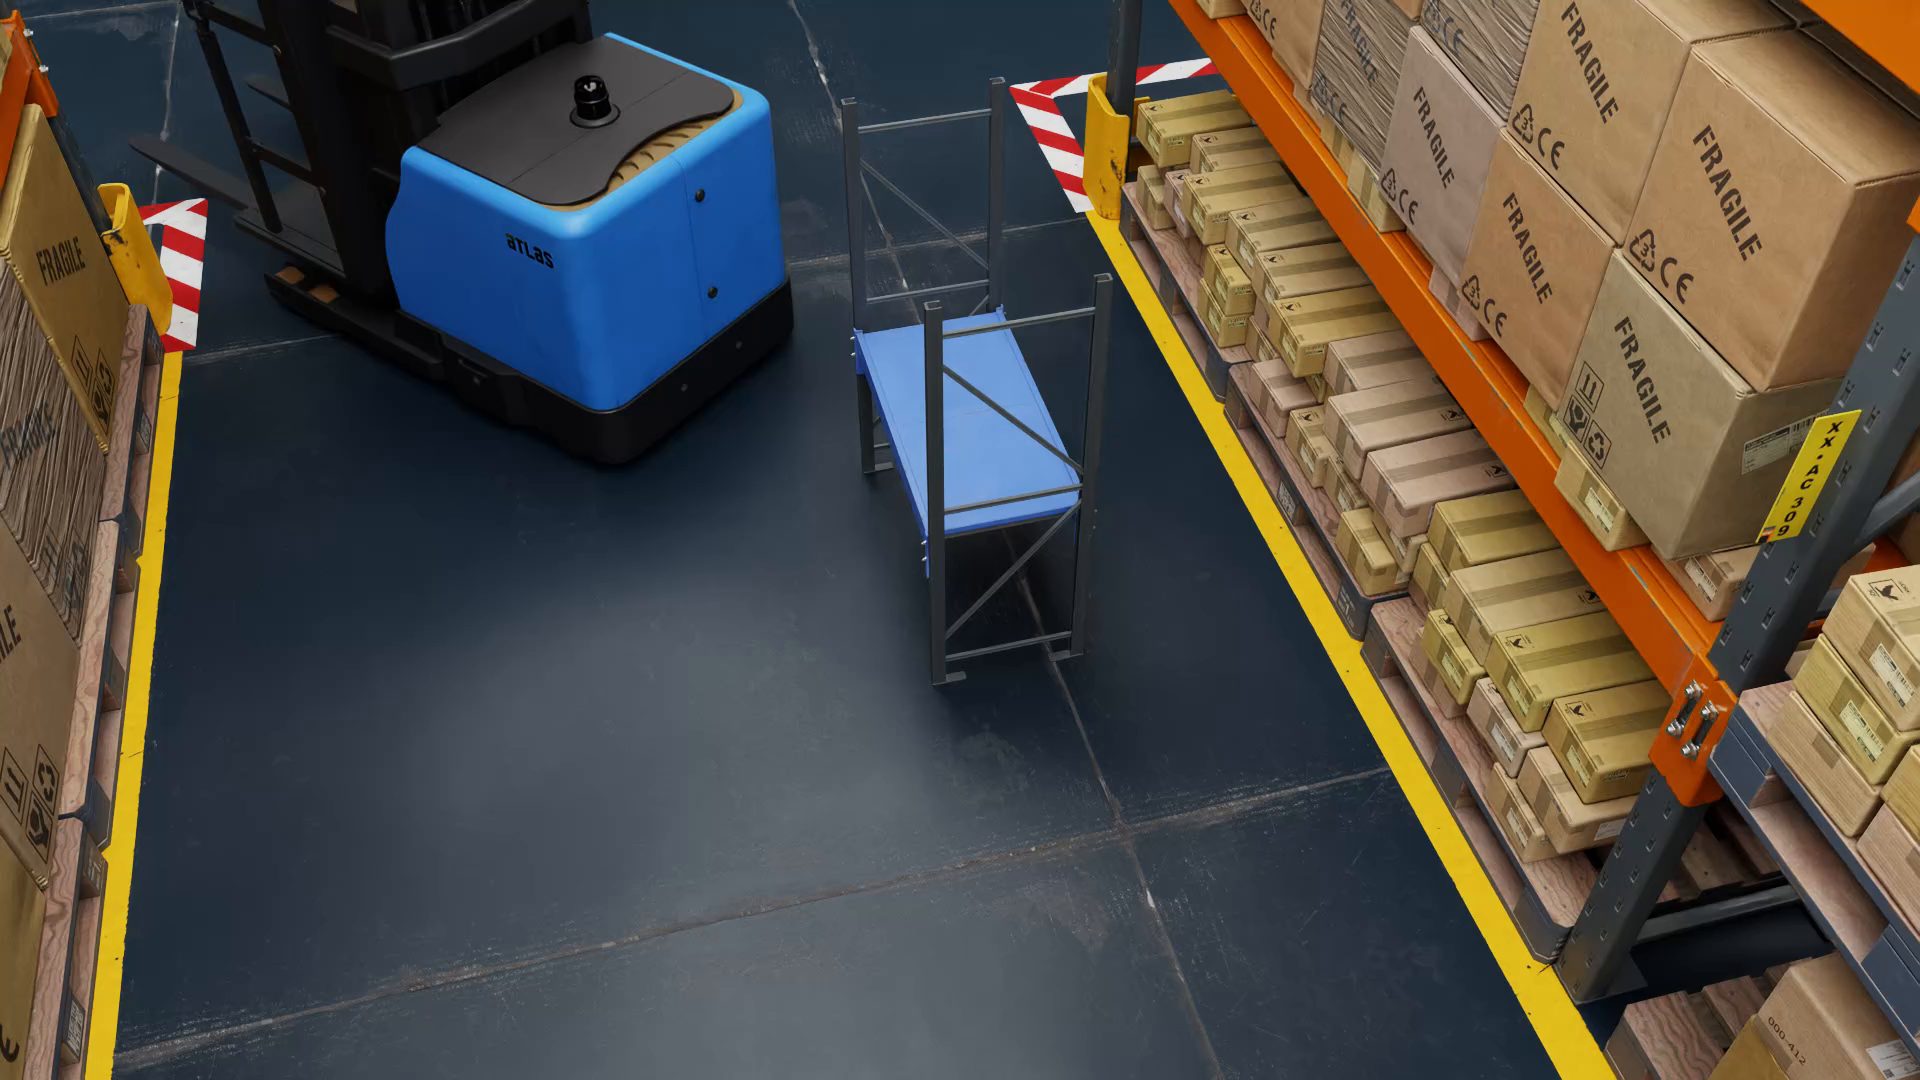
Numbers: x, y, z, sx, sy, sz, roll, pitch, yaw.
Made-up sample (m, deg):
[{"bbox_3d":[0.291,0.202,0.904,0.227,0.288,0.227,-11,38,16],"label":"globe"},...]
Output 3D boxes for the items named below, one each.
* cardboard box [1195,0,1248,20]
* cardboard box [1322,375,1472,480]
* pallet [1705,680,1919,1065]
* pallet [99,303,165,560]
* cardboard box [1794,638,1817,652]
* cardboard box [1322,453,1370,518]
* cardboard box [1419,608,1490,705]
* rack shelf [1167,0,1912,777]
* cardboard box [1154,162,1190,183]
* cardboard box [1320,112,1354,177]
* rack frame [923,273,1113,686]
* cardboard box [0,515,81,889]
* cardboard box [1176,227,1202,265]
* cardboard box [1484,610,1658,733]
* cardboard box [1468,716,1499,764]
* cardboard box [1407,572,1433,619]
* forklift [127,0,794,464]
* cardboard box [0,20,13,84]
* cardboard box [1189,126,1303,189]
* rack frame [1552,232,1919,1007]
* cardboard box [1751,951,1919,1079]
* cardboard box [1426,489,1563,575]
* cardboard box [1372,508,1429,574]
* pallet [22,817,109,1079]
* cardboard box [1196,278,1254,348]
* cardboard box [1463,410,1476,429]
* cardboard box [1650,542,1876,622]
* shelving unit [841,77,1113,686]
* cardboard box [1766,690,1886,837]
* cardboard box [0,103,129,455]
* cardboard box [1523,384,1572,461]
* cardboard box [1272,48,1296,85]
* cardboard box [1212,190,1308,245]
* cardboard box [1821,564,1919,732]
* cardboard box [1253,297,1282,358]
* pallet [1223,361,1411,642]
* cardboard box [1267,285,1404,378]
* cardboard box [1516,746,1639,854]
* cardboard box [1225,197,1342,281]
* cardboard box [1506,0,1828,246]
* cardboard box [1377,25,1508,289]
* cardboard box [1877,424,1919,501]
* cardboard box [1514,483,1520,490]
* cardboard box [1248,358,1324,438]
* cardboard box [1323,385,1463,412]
[{"bbox_3d":[0.998,-1.944,5.731,0.380,0.149,0.250,-12,47,-11],"label":"cardboard box"},{"bbox_3d":[1.386,-0.360,5.288,0.380,0.149,0.250,-12,47,-12],"label":"cardboard box"},{"bbox_3d":[2.188,0.704,3.094,1.003,0.211,1.213,-11,47,-10],"label":"pallet"},{"bbox_3d":[-3.431,-0.328,5.924,1.003,0.211,1.213,-11,47,-10],"label":"pallet"},{"bbox_3d":[2.232,0.248,4.692,0.380,0.149,0.250,-9,46,-8],"label":"cardboard box"},{"bbox_3d":[1.437,-0.182,5.530,0.380,0.149,0.250,-10,46,-10],"label":"cardboard box"},{"bbox_3d":[1.578,0.303,4.846,0.380,0.149,0.250,-12,47,-12],"label":"cardboard box"},{"bbox_3d":[1.621,-1.047,5.179,1.077,0.370,4.000,-11,47,-10],"label":"rack shelf"},{"bbox_3d":[0.995,-1.524,6.637,0.380,0.149,0.250,-9,46,-9],"label":"cardboard box"},{"bbox_3d":[1.324,-1.240,5.041,0.380,0.149,0.250,-9,46,-9],"label":"cardboard box"},{"bbox_3d":[0.152,-0.115,4.813,0.500,1.500,0.032,-11,47,-10],"label":"rack frame"},{"bbox_3d":[-3.009,0.425,4.427,0.875,0.875,0.875,-11,47,-10],"label":"cardboard box"},{"bbox_3d":[1.080,-1.242,6.569,0.380,0.149,0.250,-11,47,-10],"label":"cardboard box"},{"bbox_3d":[1.687,0.358,4.585,0.380,0.149,0.250,-10,46,-10],"label":"cardboard box"},{"bbox_3d":[1.718,0.530,4.832,0.380,0.149,0.250,-10,46,-9],"label":"cardboard box"},{"bbox_3d":[1.638,0.155,5.200,0.380,0.149,0.250,-12,47,-11],"label":"cardboard box"},{"bbox_3d":[-2.140,-2.149,5.803,3.031,2.935,1.130,27,51,24],"label":"forklift"},{"bbox_3d":[-3.302,-1.569,5.363,0.380,0.149,0.250,-10,46,-10],"label":"cardboard box"},{"bbox_3d":[1.102,-1.444,6.351,0.380,0.149,0.250,-10,46,-10],"label":"cardboard box"},{"bbox_3d":[2.133,0.082,3.569,1.000,3.000,0.127,-11,47,-10],"label":"rack frame"},{"bbox_3d":[2.067,1.106,3.497,0.500,0.250,0.500,-13,47,-12],"label":"cardboard box"},{"bbox_3d":[1.625,-0.006,4.941,0.380,0.149,0.250,-9,46,-9],"label":"cardboard box"},{"bbox_3d":[1.525,-0.060,5.202,0.380,0.149,0.250,-10,46,-9],"label":"cardboard box"},{"bbox_3d":[-2.806,1.356,4.273,1.003,0.211,1.213,-11,47,-10],"label":"pallet"},{"bbox_3d":[1.110,-0.876,6.210,0.380,0.149,0.250,-10,46,-10],"label":"cardboard box"},{"bbox_3d":[1.838,-0.433,5.776,0.380,0.149,0.250,-9,46,-9],"label":"cardboard box"},{"bbox_3d":[1.834,0.016,3.810,0.380,0.149,0.250,-11,47,-11],"label":"cardboard box"},{"bbox_3d":[0.022,-0.466,5.157,0.538,1.500,1.048,-11,47,-10],"label":"shelving unit"},{"bbox_3d":[1.789,0.379,3.160,0.380,0.149,0.250,-13,47,-12],"label":"cardboard box"},{"bbox_3d":[-3.470,-0.818,5.645,0.875,0.875,0.875,-11,47,-10],"label":"cardboard box"},{"bbox_3d":[1.652,-0.337,4.156,0.380,0.149,0.250,-9,46,-9],"label":"cardboard box"},{"bbox_3d":[1.242,-1.598,5.392,0.380,0.149,0.250,-11,47,-11],"label":"cardboard box"},{"bbox_3d":[1.159,-1.172,6.292,0.380,0.149,0.250,-10,46,-10],"label":"cardboard box"},{"bbox_3d":[1.789,0.171,2.947,0.380,0.149,0.250,-9,46,-8],"label":"cardboard box"},{"bbox_3d":[1.279,-0.809,5.936,0.380,0.149,0.250,-13,47,-12],"label":"cardboard box"},{"bbox_3d":[1.611,-0.243,5.840,1.003,0.211,1.213,-11,47,-10],"label":"pallet"},{"bbox_3d":[1.271,-0.708,5.629,0.380,0.149,0.250,-10,46,-10],"label":"cardboard box"},{"bbox_3d":[1.745,0.670,4.487,0.380,0.149,0.250,-10,46,-10],"label":"cardboard box"},{"bbox_3d":[1.186,-1.091,6.004,0.380,0.149,0.250,-13,47,-12],"label":"cardboard box"},{"bbox_3d":[1.614,-1.038,3.688,0.500,0.500,0.500,-12,47,-12],"label":"cardboard box"},{"bbox_3d":[1.478,-1.041,4.392,0.500,0.500,0.500,-11,47,-11],"label":"cardboard box"},{"bbox_3d":[2.250,-0.445,3.807,0.500,0.500,0.500,-11,47,-11],"label":"cardboard box"},{"bbox_3d":[1.987,-0.181,5.321,0.380,0.149,0.250,-9,46,-8],"label":"cardboard box"},{"bbox_3d":[1.247,-0.529,5.870,0.380,0.149,0.250,-13,47,-12],"label":"cardboard box"},{"bbox_3d":[1.449,-0.441,5.576,0.380,0.149,0.250,-9,46,-8],"label":"cardboard box"}]
